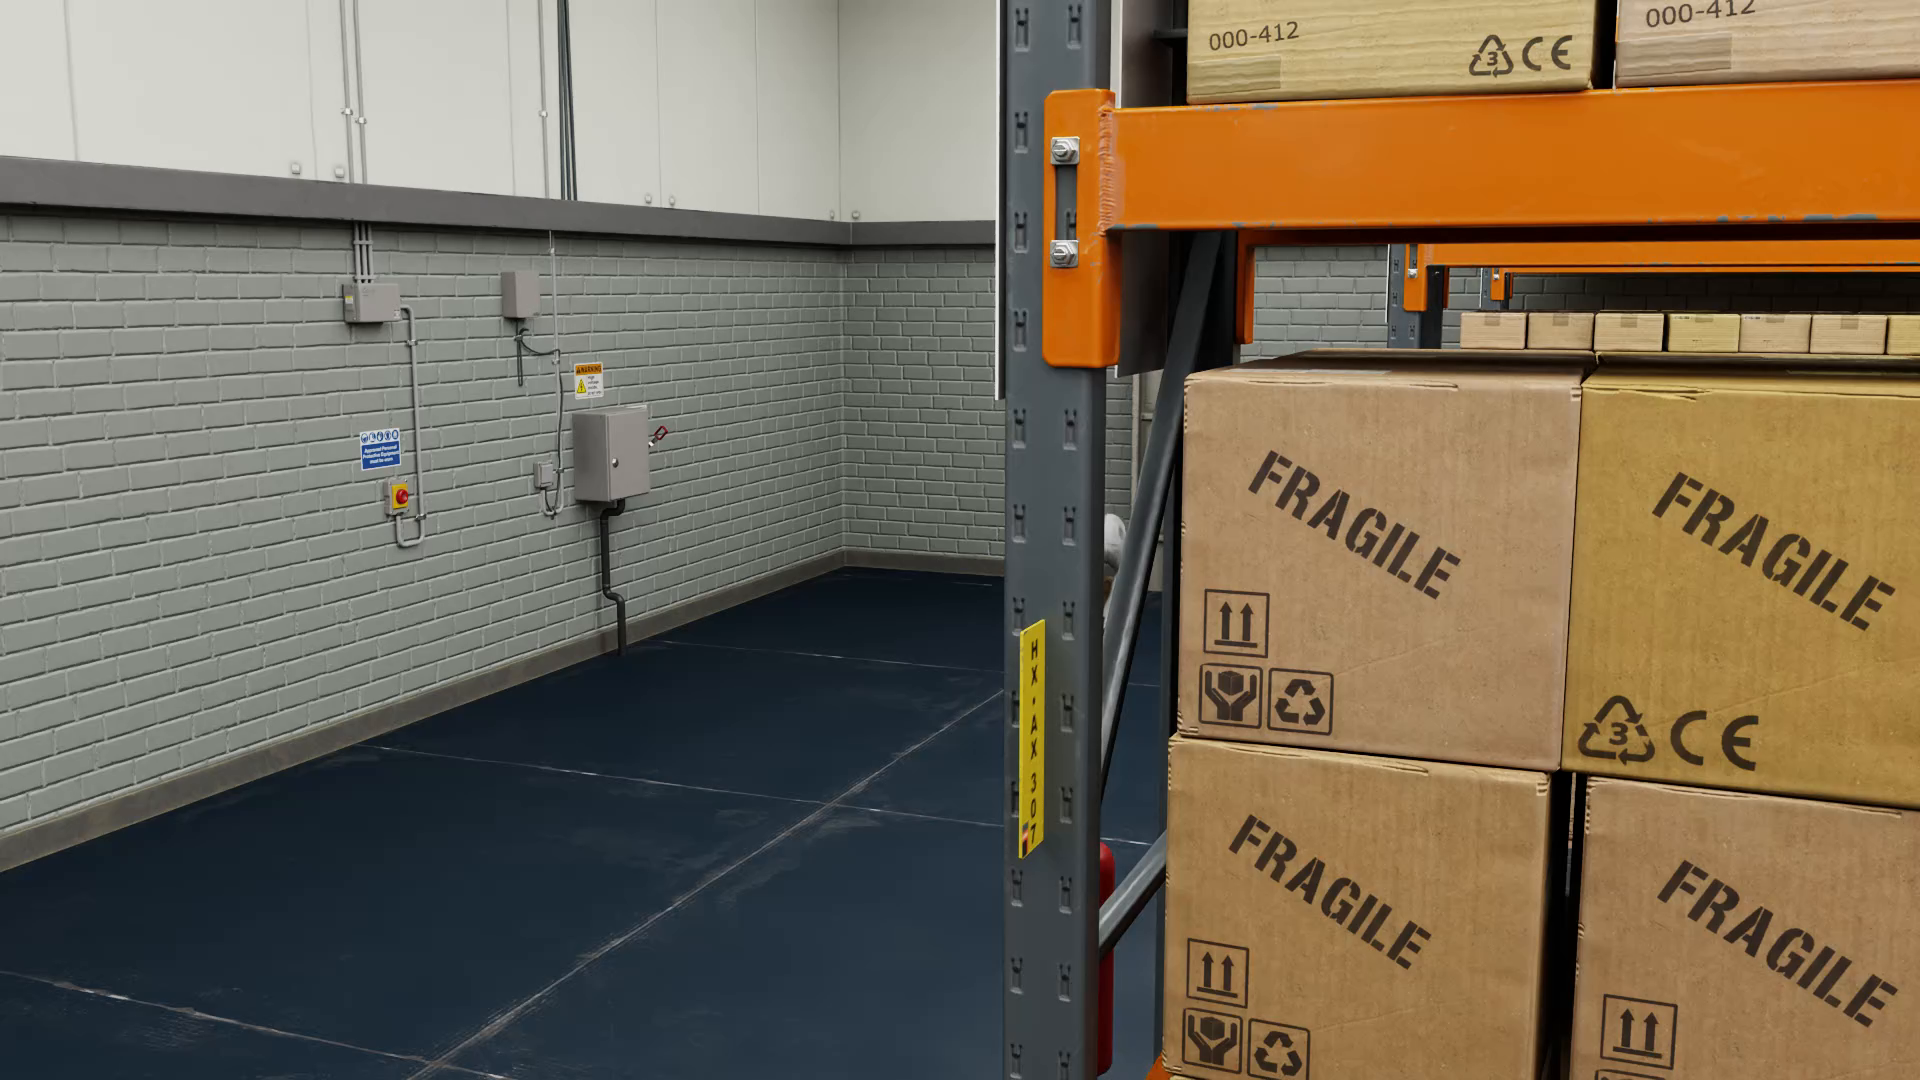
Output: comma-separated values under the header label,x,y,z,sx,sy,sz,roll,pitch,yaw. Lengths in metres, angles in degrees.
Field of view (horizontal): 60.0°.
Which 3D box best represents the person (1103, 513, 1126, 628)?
label,x,y,z,sx,sy,sz,roll,pitch,yaw
person,1.104,0.201,12.702,0.474,0.866,0.850,3,9,18
